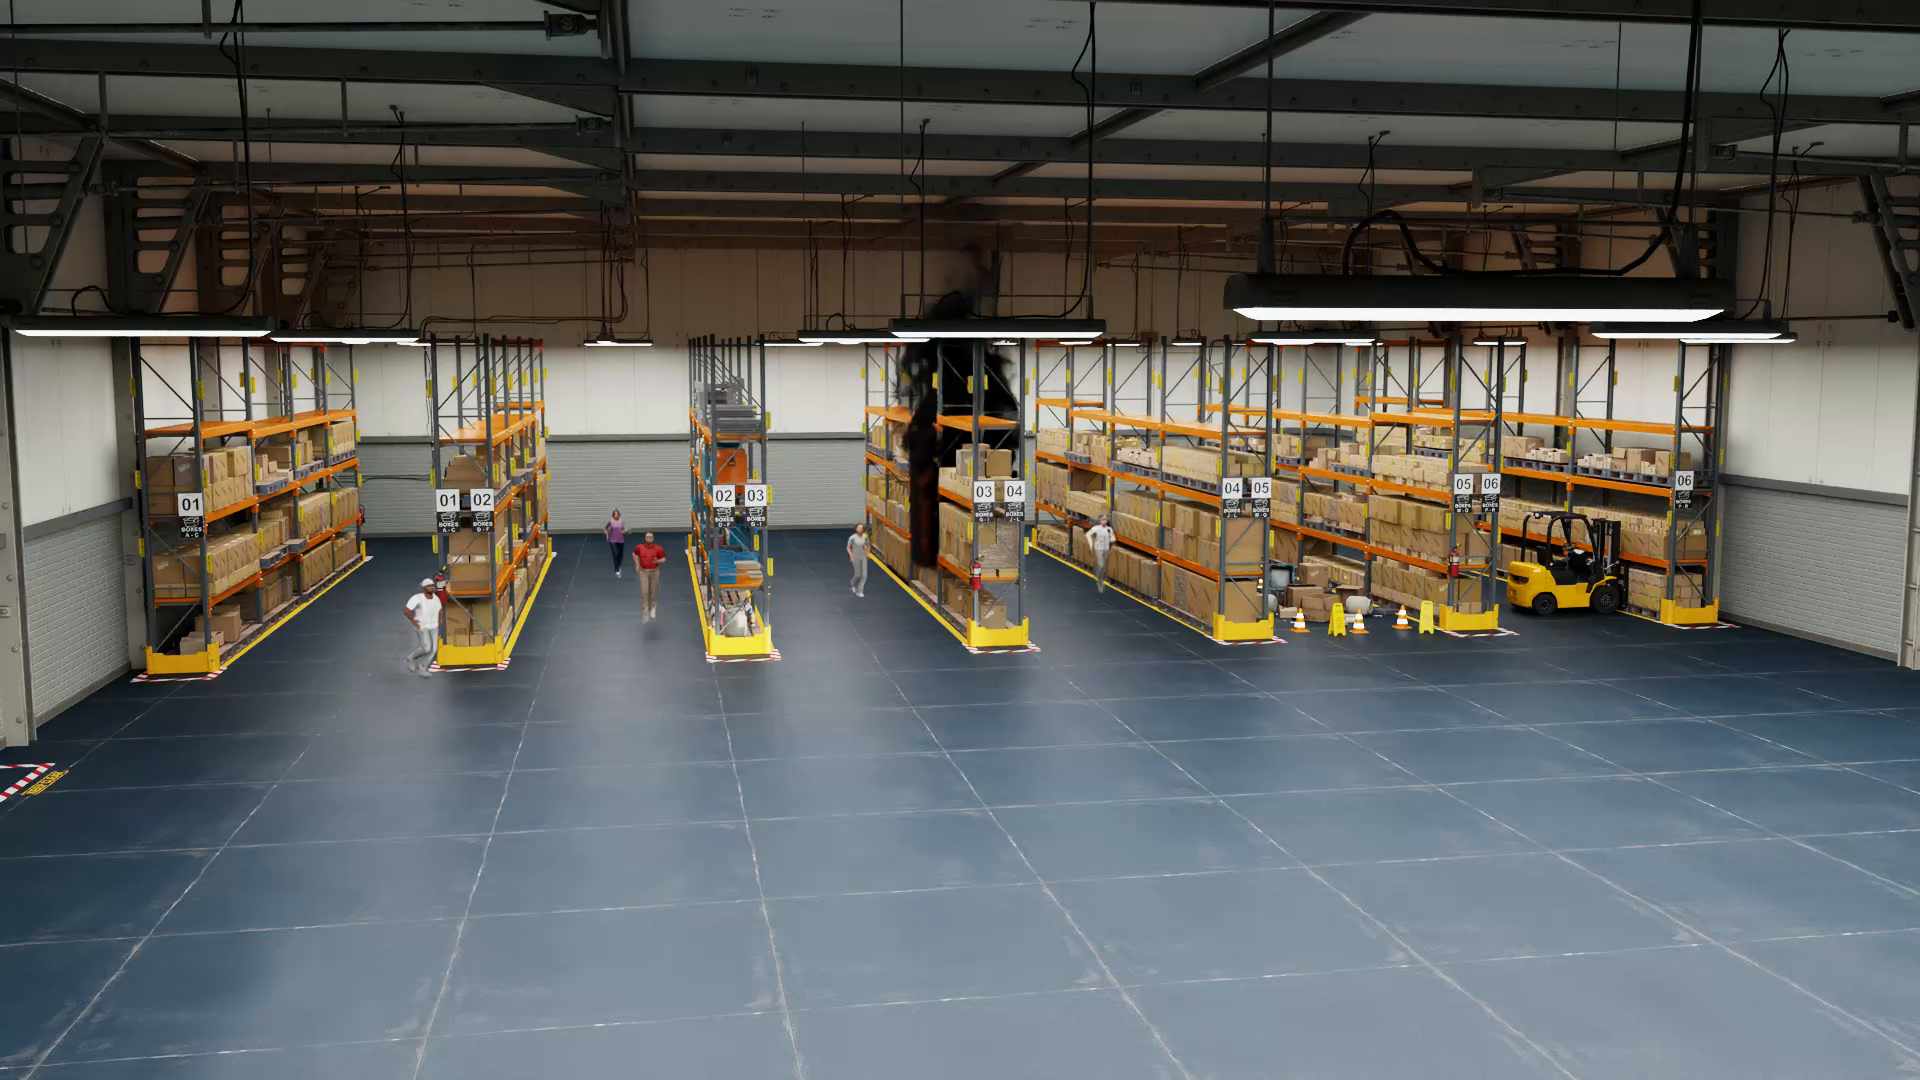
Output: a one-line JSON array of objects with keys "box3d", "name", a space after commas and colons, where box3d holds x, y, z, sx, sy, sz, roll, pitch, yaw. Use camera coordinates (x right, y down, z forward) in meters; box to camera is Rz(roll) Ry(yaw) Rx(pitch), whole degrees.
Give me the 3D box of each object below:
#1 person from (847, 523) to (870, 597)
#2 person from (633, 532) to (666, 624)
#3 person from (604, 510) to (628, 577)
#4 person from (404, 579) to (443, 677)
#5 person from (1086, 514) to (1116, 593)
[{"box3d": [-2.238, 0.423, 36.746, 0.550, 1.632, 0.544, -3, 7, -22], "name": "person"}, {"box3d": [-6.254, 0.739, 33.554, 0.648, 1.809, 0.797, -1, 7, -12], "name": "person"}, {"box3d": [-8.247, 0.057, 39.941, 0.536, 1.586, 0.893, -3, 7, -22], "name": "person"}, {"box3d": [-9.372, 1.531, 29.232, 0.546, 1.711, 0.717, 5, 8, 36], "name": "person"}, {"box3d": [3.242, 0.286, 37.775, 0.591, 1.784, 0.654, -2, 7, -19], "name": "person"}]
